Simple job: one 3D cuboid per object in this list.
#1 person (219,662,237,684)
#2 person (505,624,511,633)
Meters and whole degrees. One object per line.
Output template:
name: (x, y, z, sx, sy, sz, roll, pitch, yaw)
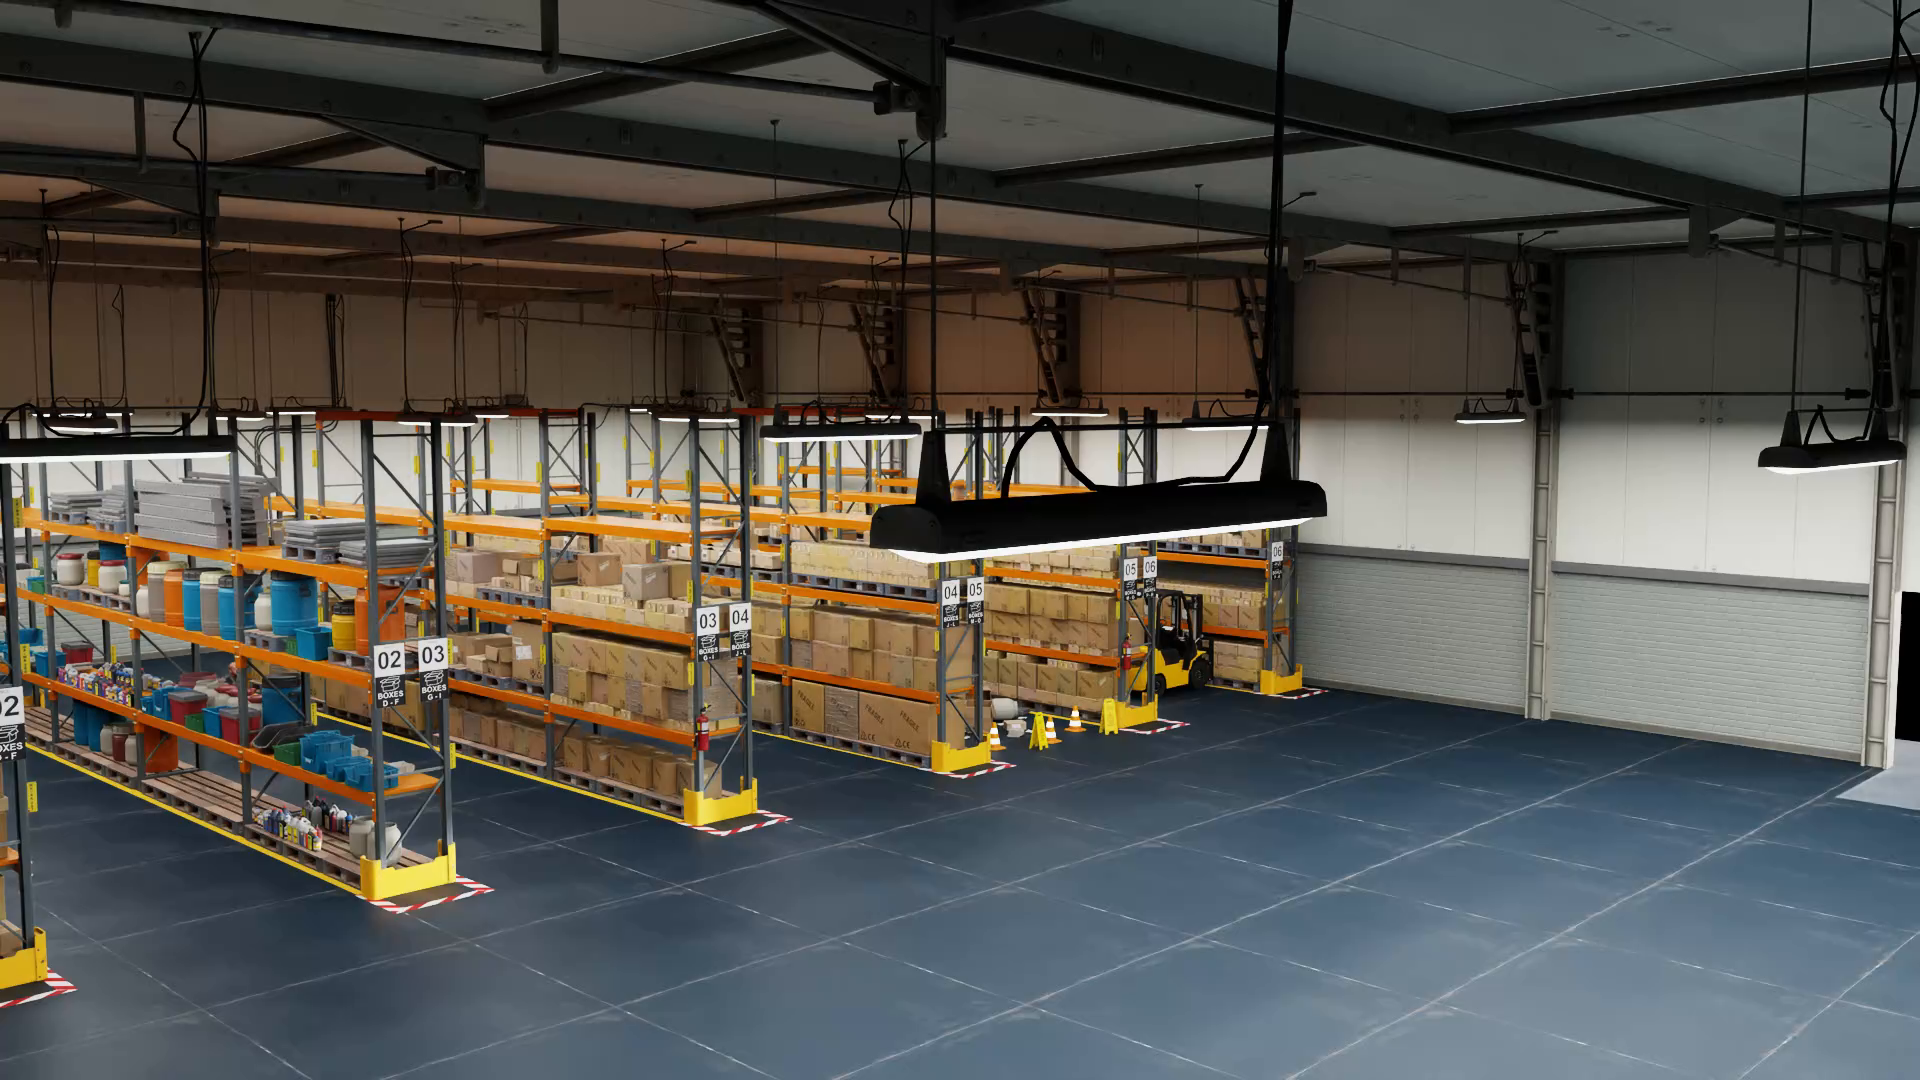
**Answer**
person: (-12.822, 2.938, 29.313, 0.749, 1.608, 0.650, 3, 6, 28)
person: (-11.793, 1.610, 43.801, 0.533, 1.608, 0.979, 0, 5, -5)
